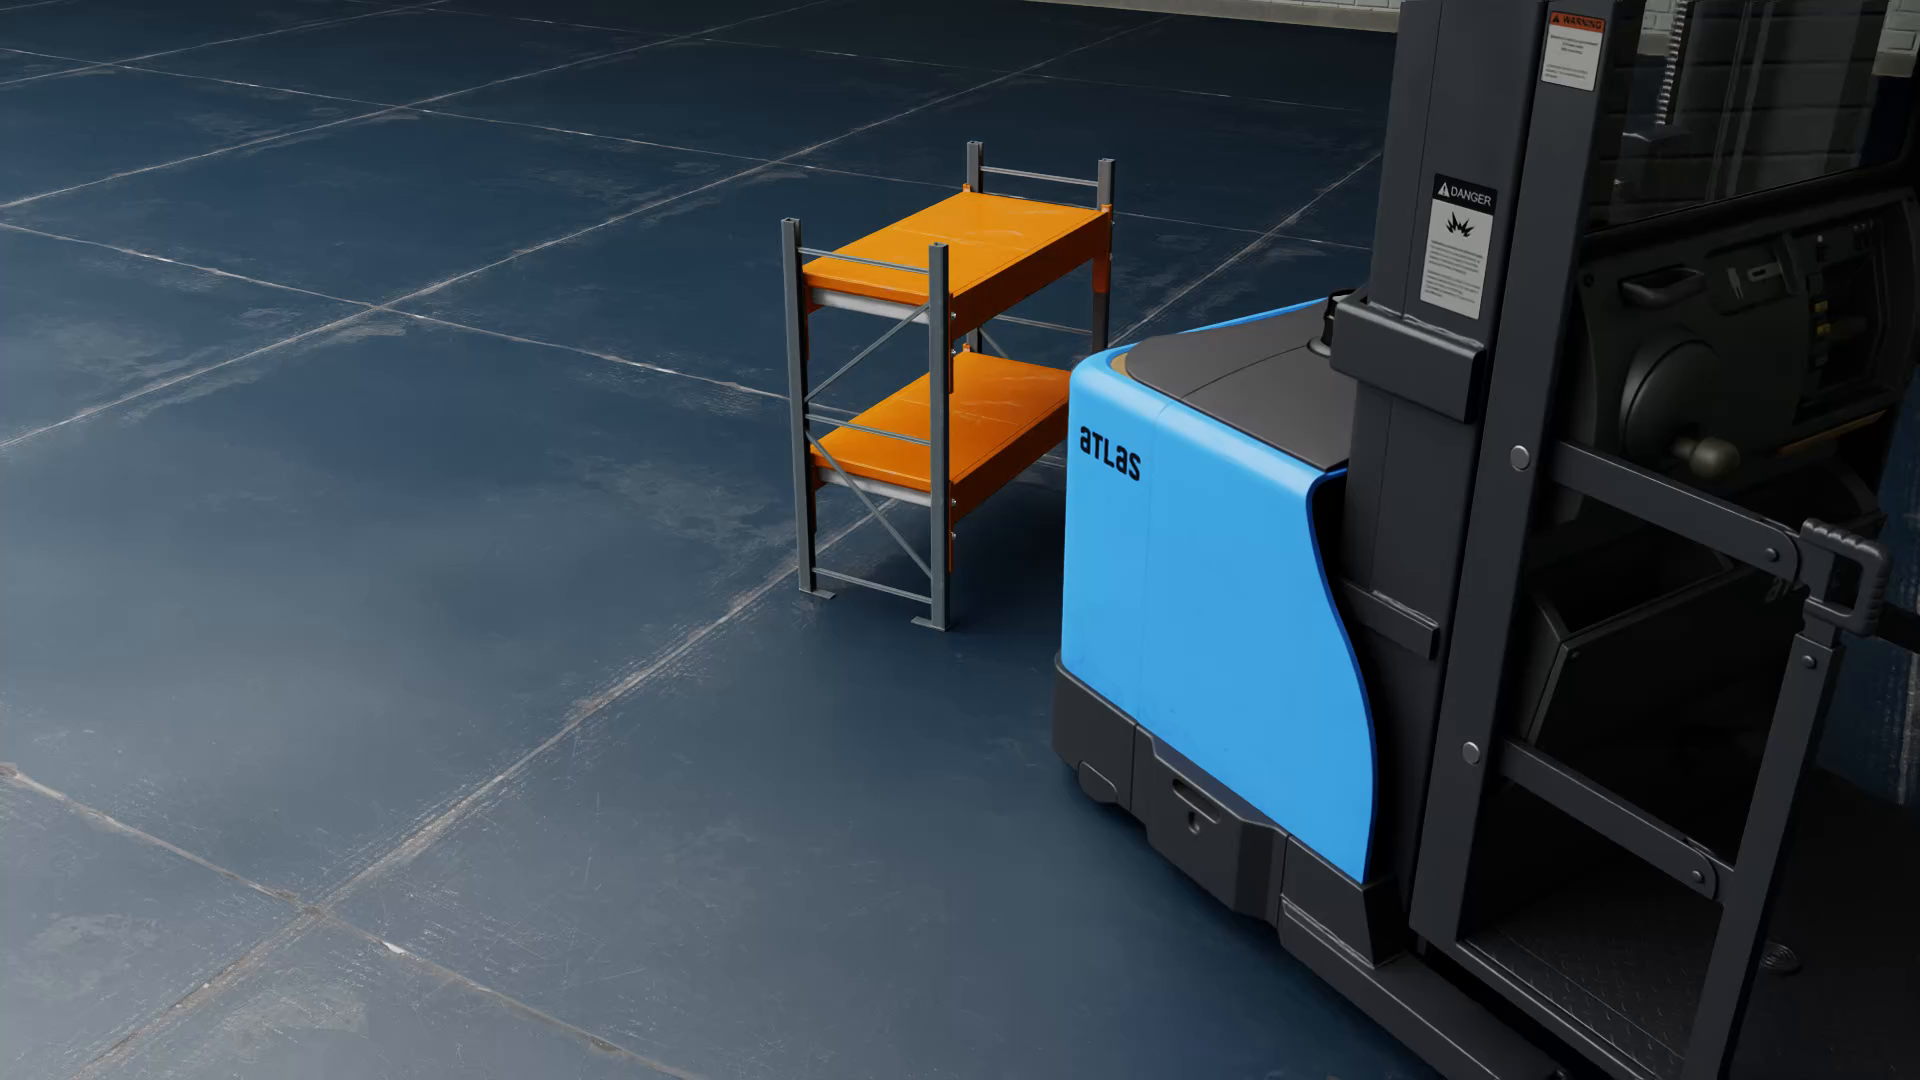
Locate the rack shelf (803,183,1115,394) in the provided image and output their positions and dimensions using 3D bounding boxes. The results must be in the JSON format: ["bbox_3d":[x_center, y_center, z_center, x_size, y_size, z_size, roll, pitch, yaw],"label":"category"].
[{"bbox_3d":[-0.003,-0.762,4.862,0.538,0.278,1.000,14,30,26],"label":"rack shelf"}]

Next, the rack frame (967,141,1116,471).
[{"bbox_3d":[0.247,-0.698,5.389,0.500,1.125,0.032,14,30,26],"label":"rack frame"}]

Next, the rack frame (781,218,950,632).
[{"bbox_3d":[-0.253,-0.302,4.597,0.500,1.125,0.032,14,30,26],"label":"rack frame"}]

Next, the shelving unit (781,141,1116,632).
[{"bbox_3d":[-0.003,-0.500,4.993,0.538,1.125,1.048,14,30,26],"label":"shelving unit"}]

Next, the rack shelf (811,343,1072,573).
[{"bbox_3d":[-0.003,-0.282,5.102,0.538,0.278,1.000,14,30,26],"label":"rack shelf"}]

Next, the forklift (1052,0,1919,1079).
[{"bbox_3d":[1.455,-0.321,2.616,1.130,2.935,3.031,-16,31,-29],"label":"forklift"}]
